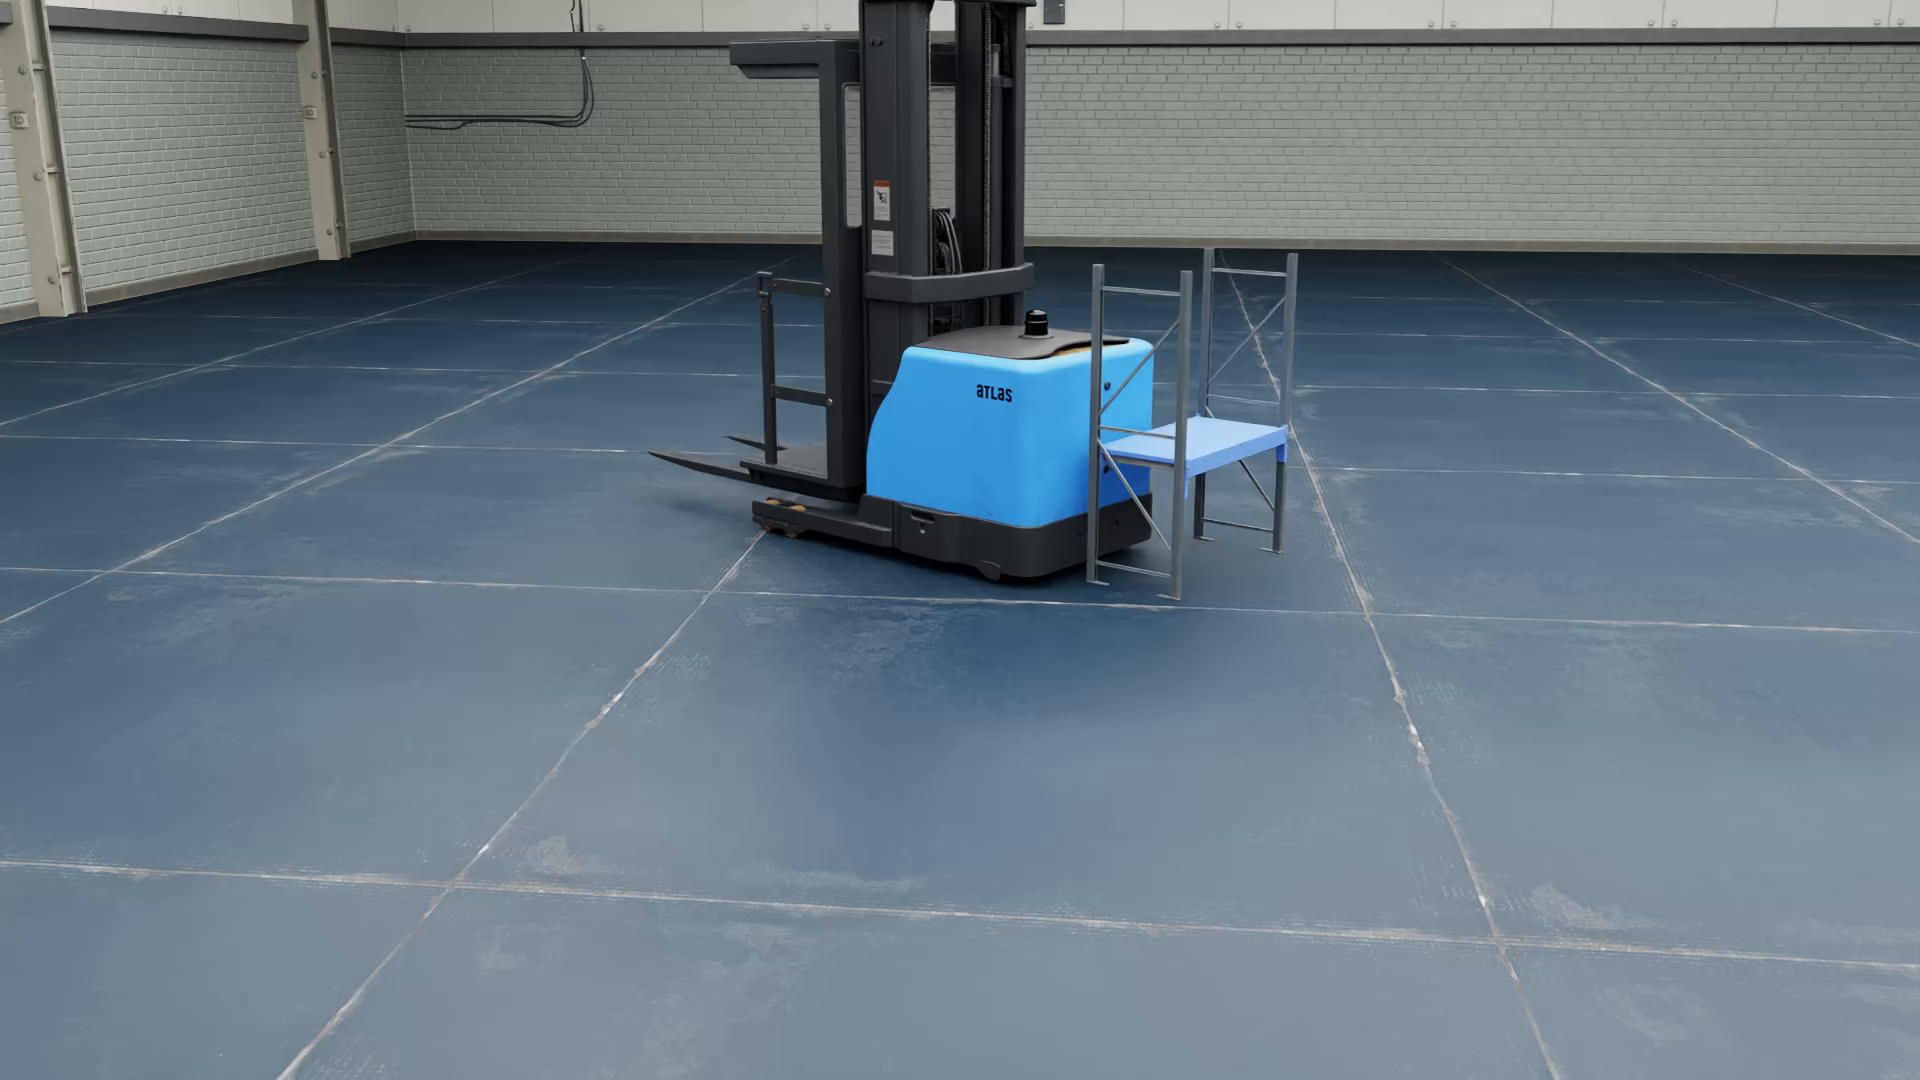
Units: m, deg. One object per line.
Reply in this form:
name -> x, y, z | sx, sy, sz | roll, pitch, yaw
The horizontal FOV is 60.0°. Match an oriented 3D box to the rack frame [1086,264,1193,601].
rack frame -> 0.808, -0.485, 7.583 | 0.500, 1.500, 0.032 | 11, 19, 36

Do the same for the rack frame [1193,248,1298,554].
rack frame -> 1.426, -0.696, 8.362 | 0.500, 1.500, 0.032 | 11, 19, 36

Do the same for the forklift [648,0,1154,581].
forklift -> -0.470, -1.522, 8.677 | 3.031, 2.935, 1.130 | 13, 20, 39

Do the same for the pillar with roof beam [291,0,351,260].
pillar with roof beam -> -4.444, -8.141, 21.528 | 9.100, 9.000, 0.400 | 2, 15, 6

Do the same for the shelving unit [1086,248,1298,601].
shelving unit -> 1.117, -0.591, 7.973 | 0.538, 1.500, 1.048 | 11, 19, 36

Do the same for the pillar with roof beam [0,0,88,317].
pillar with roof beam -> -5.121, -6.584, 15.773 | 9.100, 9.000, 0.400 | 2, 15, 6

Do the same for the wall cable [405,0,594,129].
wall cable -> -7.076, -7.494, 25.084 | 3.097, 2.526, 0.112 | 2, 15, 6

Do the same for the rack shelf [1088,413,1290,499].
rack shelf -> 1.117, -0.417, 8.020 | 0.538, 0.185, 1.000 | 11, 19, 36

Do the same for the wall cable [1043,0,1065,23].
wall cable -> 2.355, -10.351, 23.186 | 2.305, 6.003, 0.169 | 2, 15, 6
